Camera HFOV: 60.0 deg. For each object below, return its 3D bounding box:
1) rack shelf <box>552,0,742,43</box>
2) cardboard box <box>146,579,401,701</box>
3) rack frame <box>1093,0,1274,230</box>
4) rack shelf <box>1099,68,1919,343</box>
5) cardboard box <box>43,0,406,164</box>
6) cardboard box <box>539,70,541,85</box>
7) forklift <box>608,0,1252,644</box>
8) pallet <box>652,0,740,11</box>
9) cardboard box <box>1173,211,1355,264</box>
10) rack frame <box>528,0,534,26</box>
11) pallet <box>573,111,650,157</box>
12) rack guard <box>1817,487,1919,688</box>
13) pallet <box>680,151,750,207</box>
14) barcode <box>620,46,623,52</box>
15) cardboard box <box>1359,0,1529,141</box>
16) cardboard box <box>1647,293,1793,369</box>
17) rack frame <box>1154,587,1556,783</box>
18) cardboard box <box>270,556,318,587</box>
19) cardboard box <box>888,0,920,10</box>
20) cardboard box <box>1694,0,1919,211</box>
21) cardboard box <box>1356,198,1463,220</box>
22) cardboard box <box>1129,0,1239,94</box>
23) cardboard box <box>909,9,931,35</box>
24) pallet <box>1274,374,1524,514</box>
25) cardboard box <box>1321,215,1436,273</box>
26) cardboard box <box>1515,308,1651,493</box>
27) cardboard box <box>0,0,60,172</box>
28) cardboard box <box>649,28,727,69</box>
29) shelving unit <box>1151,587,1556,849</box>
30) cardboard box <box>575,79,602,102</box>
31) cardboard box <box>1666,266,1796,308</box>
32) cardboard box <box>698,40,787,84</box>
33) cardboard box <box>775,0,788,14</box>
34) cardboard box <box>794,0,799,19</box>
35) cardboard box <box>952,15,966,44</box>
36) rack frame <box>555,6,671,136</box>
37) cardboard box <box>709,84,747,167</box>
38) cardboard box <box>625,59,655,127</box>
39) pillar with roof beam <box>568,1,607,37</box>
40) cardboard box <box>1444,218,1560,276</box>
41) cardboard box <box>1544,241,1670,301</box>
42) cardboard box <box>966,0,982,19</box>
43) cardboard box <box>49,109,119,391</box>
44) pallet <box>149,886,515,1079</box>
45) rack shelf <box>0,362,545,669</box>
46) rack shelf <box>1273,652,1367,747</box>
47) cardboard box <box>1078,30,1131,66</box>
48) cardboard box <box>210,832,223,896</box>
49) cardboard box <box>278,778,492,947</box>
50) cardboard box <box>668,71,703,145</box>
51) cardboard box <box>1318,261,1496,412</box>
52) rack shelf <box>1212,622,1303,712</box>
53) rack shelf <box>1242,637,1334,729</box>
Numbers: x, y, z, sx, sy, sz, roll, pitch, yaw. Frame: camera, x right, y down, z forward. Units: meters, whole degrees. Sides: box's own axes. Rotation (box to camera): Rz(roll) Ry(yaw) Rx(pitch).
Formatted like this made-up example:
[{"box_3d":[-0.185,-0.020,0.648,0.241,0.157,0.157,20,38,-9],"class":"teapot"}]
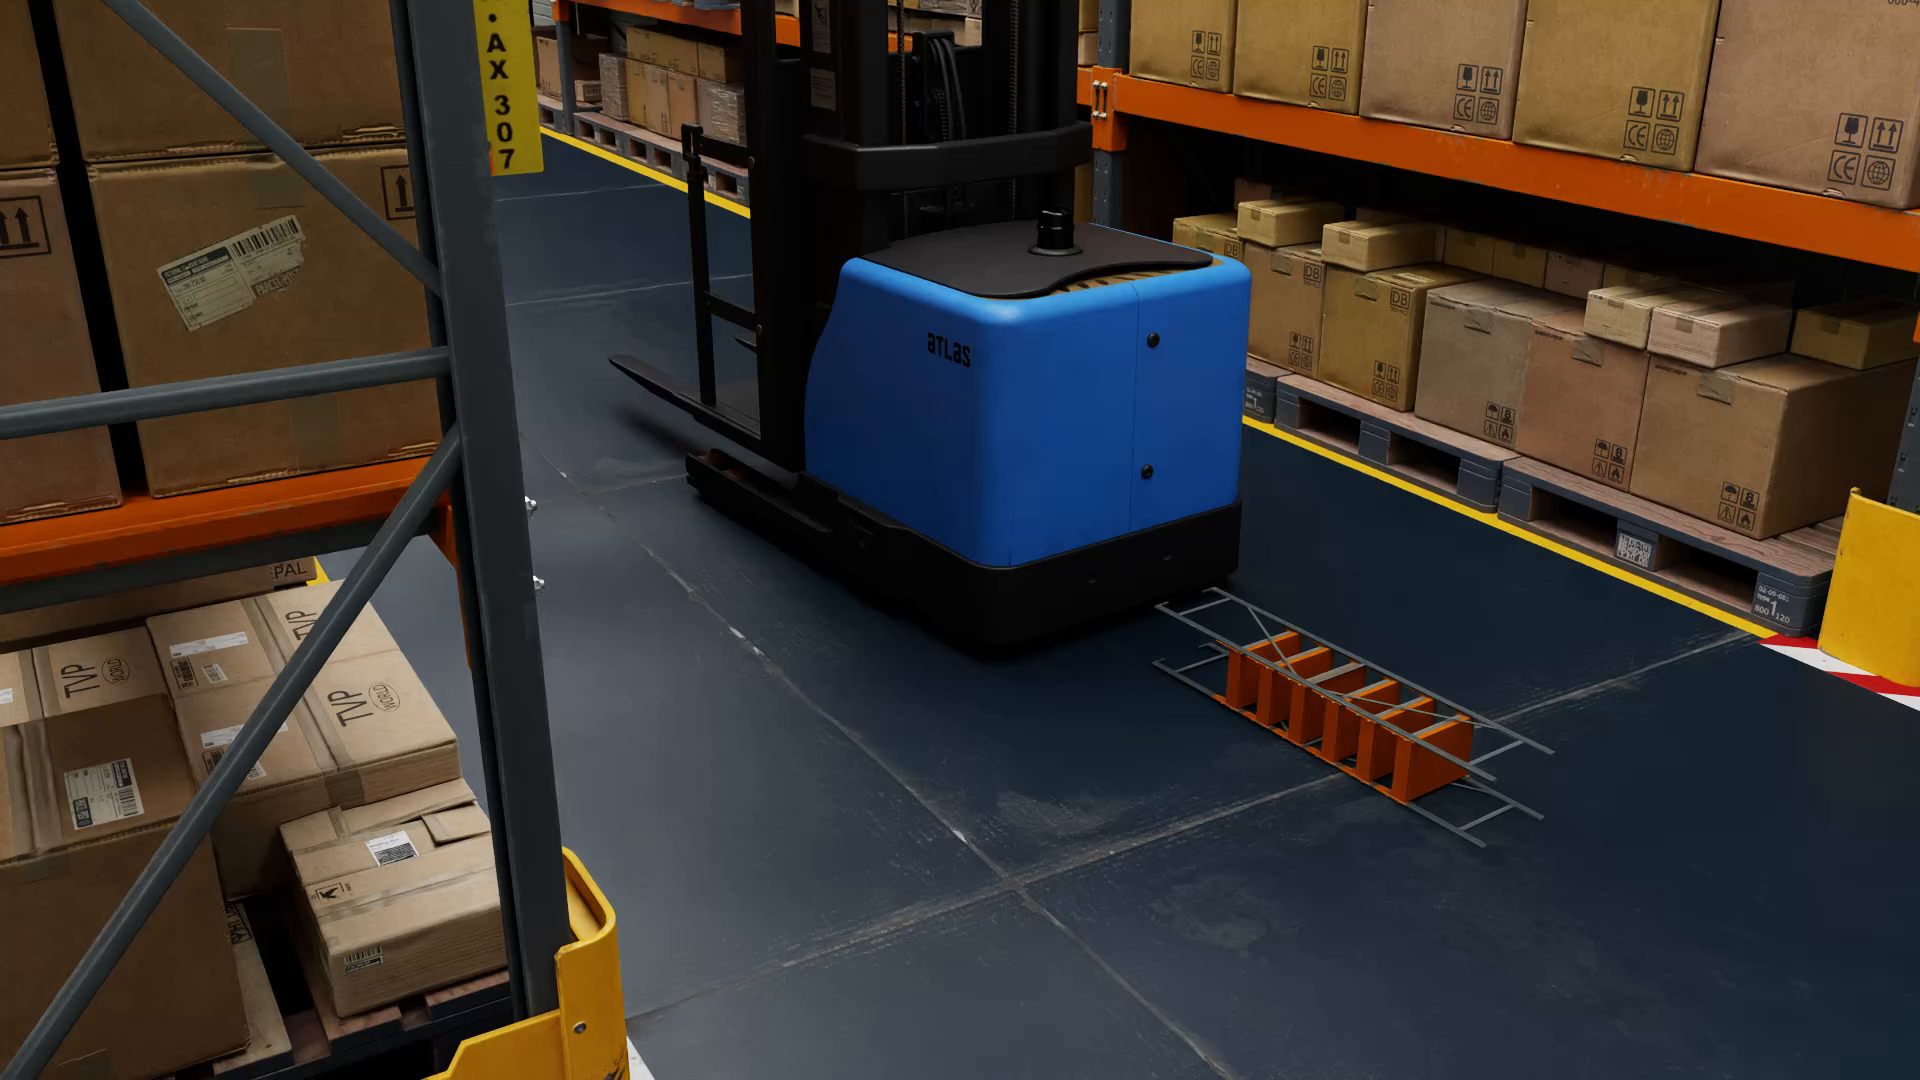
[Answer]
[{"box_3d":[-1.973,-4.035,12.711,1.077,0.370,4.000,-13,25,-28],"class":"rack shelf"},{"box_3d":[-1.666,0.338,4.063,0.500,0.250,0.500,-13,25,-28],"class":"cardboard box"},{"box_3d":[1.092,-2.426,7.797,1.000,3.000,0.127,-13,25,-28],"class":"rack frame"},{"box_3d":[2.114,-1.445,6.339,1.077,0.370,4.000,-13,25,-28],"class":"rack shelf"},{"box_3d":[-1.121,-0.881,2.535,0.500,0.500,0.500,-12,25,-27],"class":"cardboard box"},{"box_3d":[-3.794,-4.421,15.905,0.380,0.149,0.250,-15,26,-32],"class":"cardboard box"},{"box_3d":[-0.362,-1.548,5.729,1.130,2.935,3.031,-15,27,-33],"class":"forklift"},{"box_3d":[-1.406,-3.842,11.536,1.213,0.211,1.003,-13,25,-28],"class":"pallet"},{"box_3d":[1.386,-1.201,7.544,0.700,0.500,0.500,-12,25,-28],"class":"cardboard box"},{"box_3d":[-5.037,-6.311,17.354,1.000,3.000,0.127,-13,25,-28],"class":"rack frame"},{"box_3d":[-2.595,-3.472,14.074,1.003,0.211,1.213,-13,25,-28],"class":"pallet"},{"box_3d":[3.148,0.034,5.063,1.175,0.500,0.348,-13,25,-28],"class":"rack guard"},{"box_3d":[-1.349,-2.682,12.131,1.003,0.211,1.213,-13,25,-28],"class":"pallet"},{"box_3d":[-3.064,-4.431,15.039,0.001,0.075,0.075,-13,25,-28],"class":"barcode"},{"box_3d":[2.104,-1.915,6.142,0.980,0.700,0.700,-14,26,-31],"class":"cardboard box"},{"box_3d":[2.470,-0.682,5.407,0.380,0.149,0.250,-13,25,-29],"class":"cardboard box"},{"box_3d":[1.005,0.356,4.433,0.240,0.006,1.200,-15,27,-32],"class":"rack frame"},{"box_3d":[-2.246,-0.058,4.956,0.500,0.311,0.500,-13,25,-28],"class":"cardboard box"},{"box_3d":[-0.138,-3.209,9.168,0.500,0.500,0.500,-12,25,-27],"class":"cardboard box"},{"box_3d":[2.867,-1.433,4.956,0.980,0.700,0.700,-11,25,-26],"class":"cardboard box"},{"box_3d":[1.889,-1.331,7.003,0.380,0.149,0.250,-14,26,-30],"class":"cardboard box"},{"box_3d":[1.355,-2.386,7.301,0.980,0.700,0.700,-12,25,-27],"class":"cardboard box"},{"box_3d":[-0.061,-2.882,9.225,0.380,0.149,0.250,-12,25,-27],"class":"cardboard box"},{"box_3d":[2.041,-0.478,6.707,1.003,0.211,1.213,-13,25,-28],"class":"pallet"},{"box_3d":[1.671,-1.187,6.647,0.380,0.149,0.250,-13,26,-30],"class":"cardboard box"},{"box_3d":[2.436,-0.537,5.911,0.700,0.500,0.500,-13,25,-28],"class":"cardboard box"},{"box_3d":[-1.585,-0.778,2.281,0.500,0.500,0.500,-13,25,-29],"class":"cardboard box"},{"box_3d":[-2.107,-3.864,13.075,0.500,0.250,0.500,-13,26,-30],"class":"cardboard box"},{"box_3d":[1.005,0.440,4.468,0.258,0.189,1.200,-15,27,-32],"class":"shelving unit"},{"box_3d":[-3.293,-4.074,15.031,0.380,0.166,0.250,-17,27,-35],"class":"cardboard box"},{"box_3d":[2.668,-0.838,5.789,0.380,0.149,0.250,-13,25,-28],"class":"cardboard box"},{"box_3d":[-1.601,-3.534,12.261,0.500,0.250,0.500,-12,25,-27],"class":"cardboard box"},{"box_3d":[-0.982,-3.463,10.654,0.380,0.149,0.250,-13,26,-29],"class":"cardboard box"},{"box_3d":[-0.798,-3.277,10.198,0.380,0.149,0.250,-12,25,-27],"class":"cardboard box"},{"box_3d":[0.180,-2.710,8.802,0.380,0.149,0.250,-13,25,-28],"class":"cardboard box"},{"box_3d":[-2.994,-5.016,14.168,1.000,3.000,0.127,-13,25,-28],"class":"rack frame"},{"box_3d":[-1.364,-2.990,11.919,0.700,0.500,0.500,-12,25,-27],"class":"cardboard box"},{"box_3d":[-2.297,-3.669,13.590,0.700,0.500,0.500,-13,26,-29],"class":"cardboard box"},{"box_3d":[-7.637,-8.202,14.039,9.100,9.000,0.400,-13,25,-28],"class":"pillar with roof beam"},{"box_3d":[2.150,-1.166,6.597,0.380,0.149,0.250,-13,26,-29],"class":"cardboard box"},{"box_3d":[2.410,-1.001,6.191,0.380,0.149,0.250,-12,25,-27],"class":"cardboard box"},{"box_3d":[0.371,-2.884,8.368,0.500,0.500,0.500,-12,25,-28],"class":"cardboard box"},{"box_3d":[-1.389,-0.584,3.132,0.500,0.500,0.500,-13,25,-29],"class":"cardboard box"},{"box_3d":[-1.568,0.832,3.484,1.003,0.211,1.213,-13,25,-28],"class":"pallet"},{"box_3d":[-2.143,-0.491,3.992,1.077,0.370,4.000,-13,25,-28],"class":"rack shelf"},{"box_3d":[0.979,0.426,4.502,0.258,0.180,0.103,-15,27,-32],"class":"rack shelf"},{"box_3d":[0.676,-2.374,7.976,0.380,0.149,0.250,-12,25,-28],"class":"cardboard box"},{"box_3d":[-1.740,0.654,3.396,0.380,0.166,0.250,-13,25,-28],"class":"cardboard box"},{"box_3d":[-1.167,0.649,3.410,0.380,0.166,0.250,-13,25,-28],"class":"cardboard box"},{"box_3d":[-1.805,-3.334,12.767,0.700,0.500,0.500,-13,25,-29],"class":"cardboard box"},{"box_3d":[1.900,-0.871,6.733,0.700,0.500,0.500,-12,25,-27],"class":"cardboard box"},{"box_3d":[0.841,0.351,4.683,0.258,0.180,0.103,-15,27,-32],"class":"rack shelf"},{"box_3d":[0.910,0.389,4.592,0.258,0.180,0.103,-15,27,-32],"class":"rack shelf"}]
